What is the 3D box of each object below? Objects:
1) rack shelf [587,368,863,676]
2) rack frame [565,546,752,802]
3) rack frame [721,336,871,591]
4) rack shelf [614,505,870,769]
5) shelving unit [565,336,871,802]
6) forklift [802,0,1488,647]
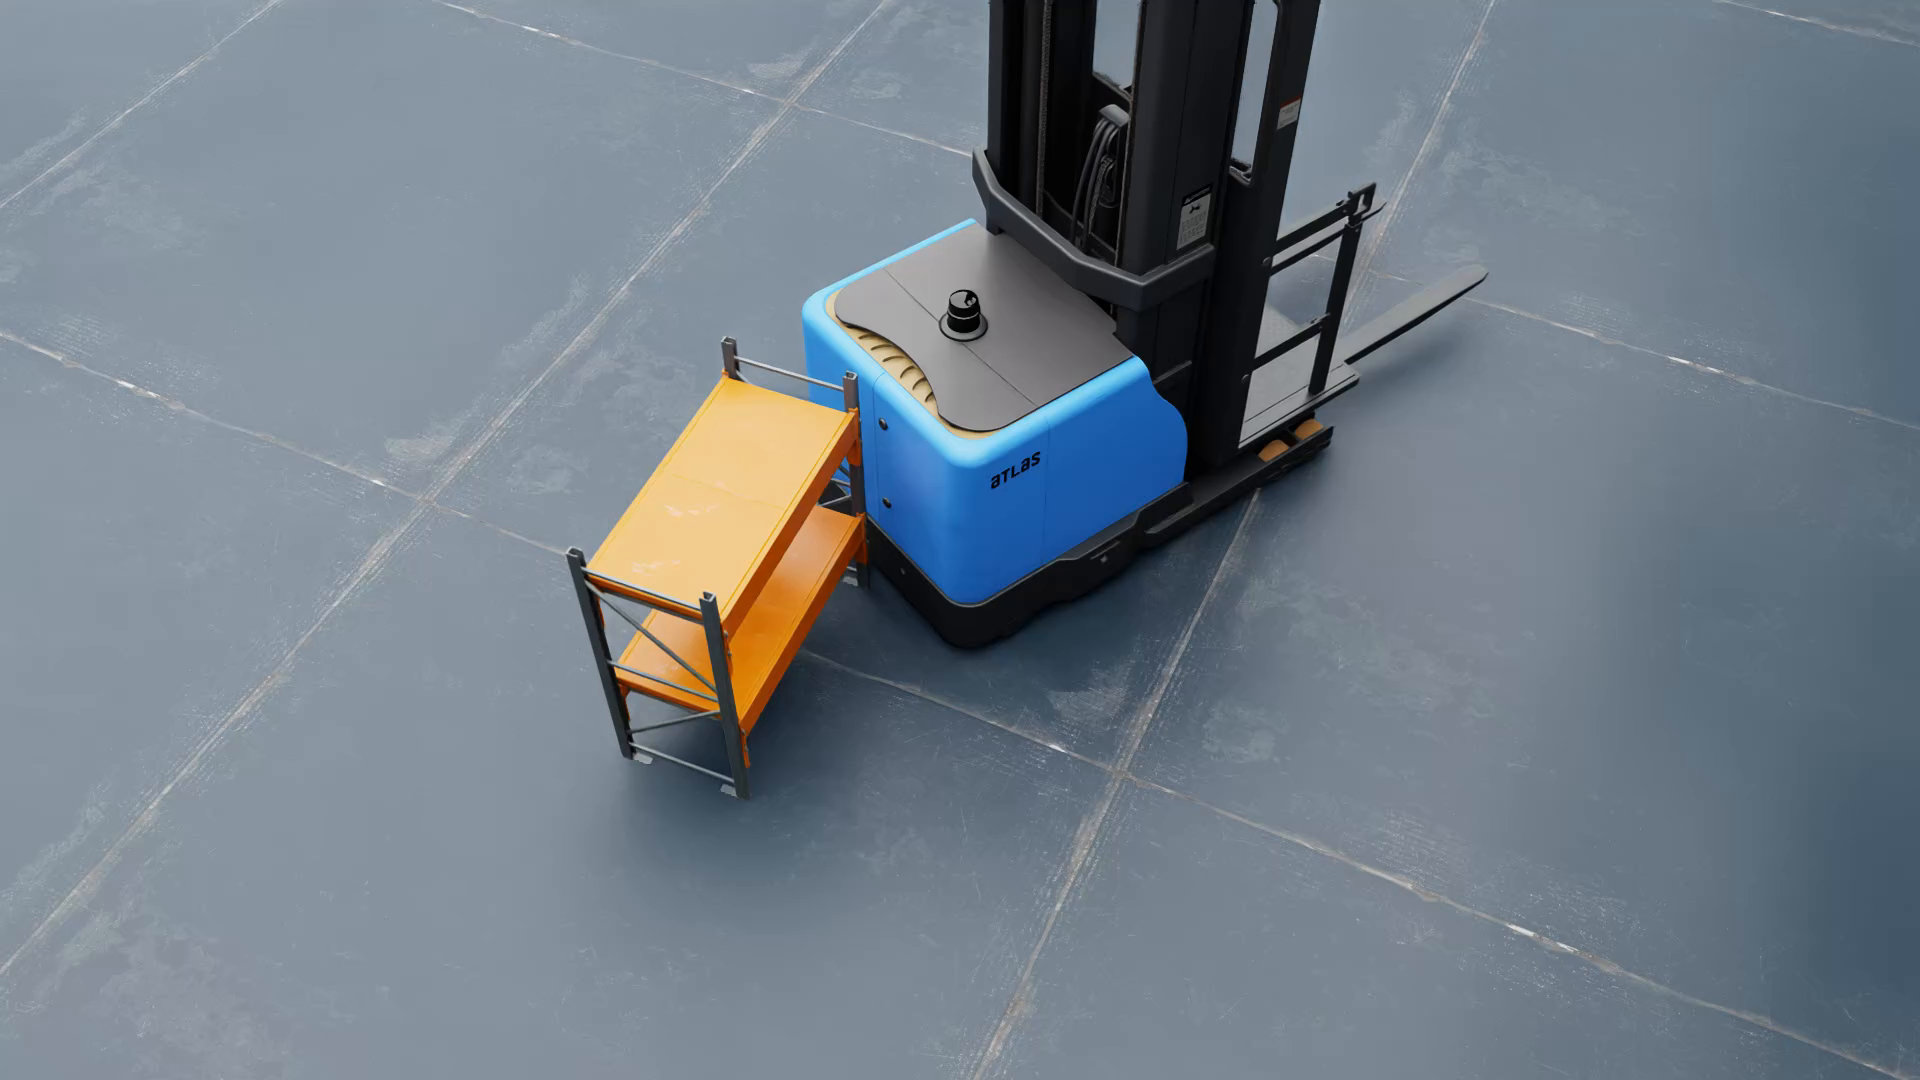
[{"bbox_3d":[-0.771,-0.083,5.513,0.538,0.278,1.000,17,52,14],"label":"rack shelf"},{"bbox_3d":[-0.964,0.465,5.431,0.500,1.125,0.032,17,52,14],"label":"rack frame"},{"bbox_3d":[-0.579,-0.251,6.040,0.500,1.125,0.032,17,52,14],"label":"rack frame"},{"bbox_3d":[-0.771,0.265,5.922,0.538,0.278,1.000,17,52,14],"label":"rack shelf"},{"bbox_3d":[-0.771,0.107,5.735,0.538,1.125,1.048,17,52,14],"label":"shelving unit"},{"bbox_3d":[0.904,-1.488,5.906,3.031,2.935,1.130,-30,56,-23],"label":"forklift"}]
